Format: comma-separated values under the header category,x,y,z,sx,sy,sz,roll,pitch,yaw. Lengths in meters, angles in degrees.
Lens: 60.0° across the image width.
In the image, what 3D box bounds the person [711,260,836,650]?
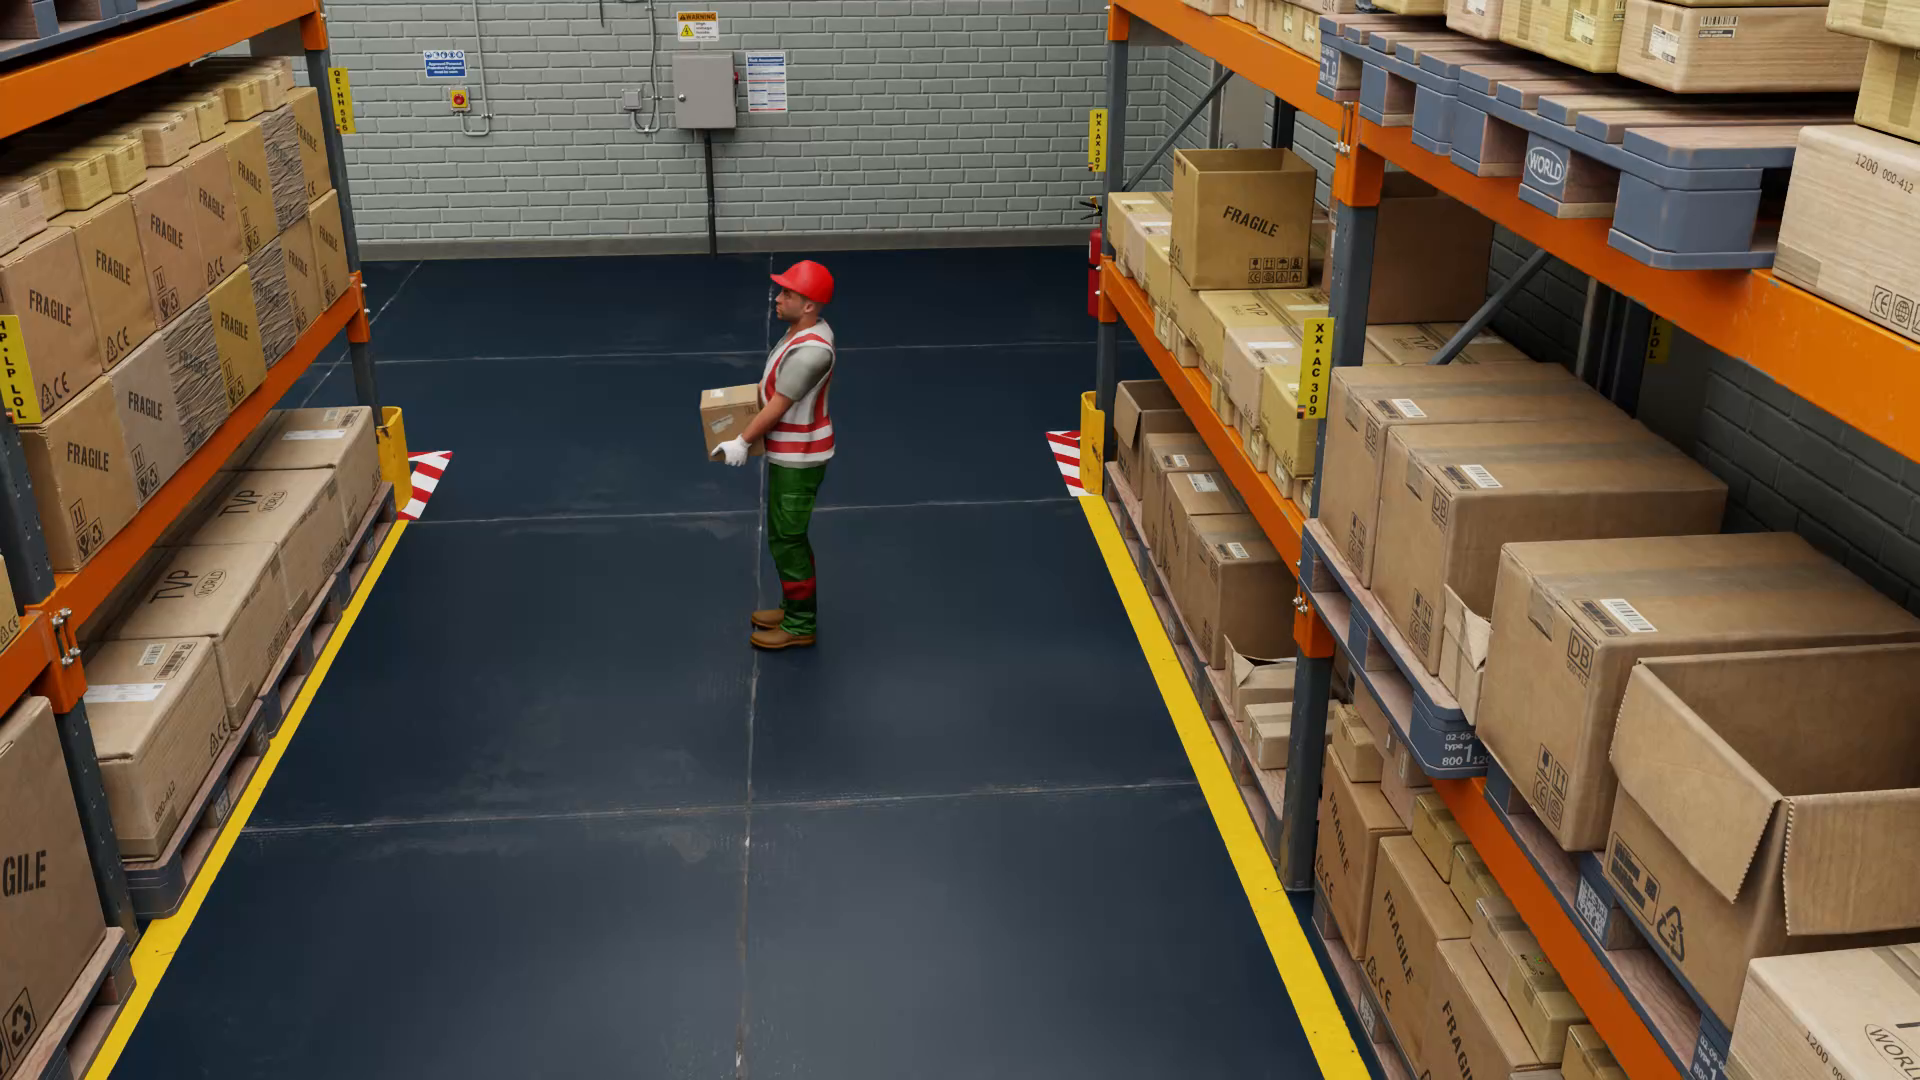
category,x,y,z,sx,sy,sz,roll,pitch,yaw
person,-0.819,-0.366,7.420,0.564,1.782,0.494,-2,24,-5
